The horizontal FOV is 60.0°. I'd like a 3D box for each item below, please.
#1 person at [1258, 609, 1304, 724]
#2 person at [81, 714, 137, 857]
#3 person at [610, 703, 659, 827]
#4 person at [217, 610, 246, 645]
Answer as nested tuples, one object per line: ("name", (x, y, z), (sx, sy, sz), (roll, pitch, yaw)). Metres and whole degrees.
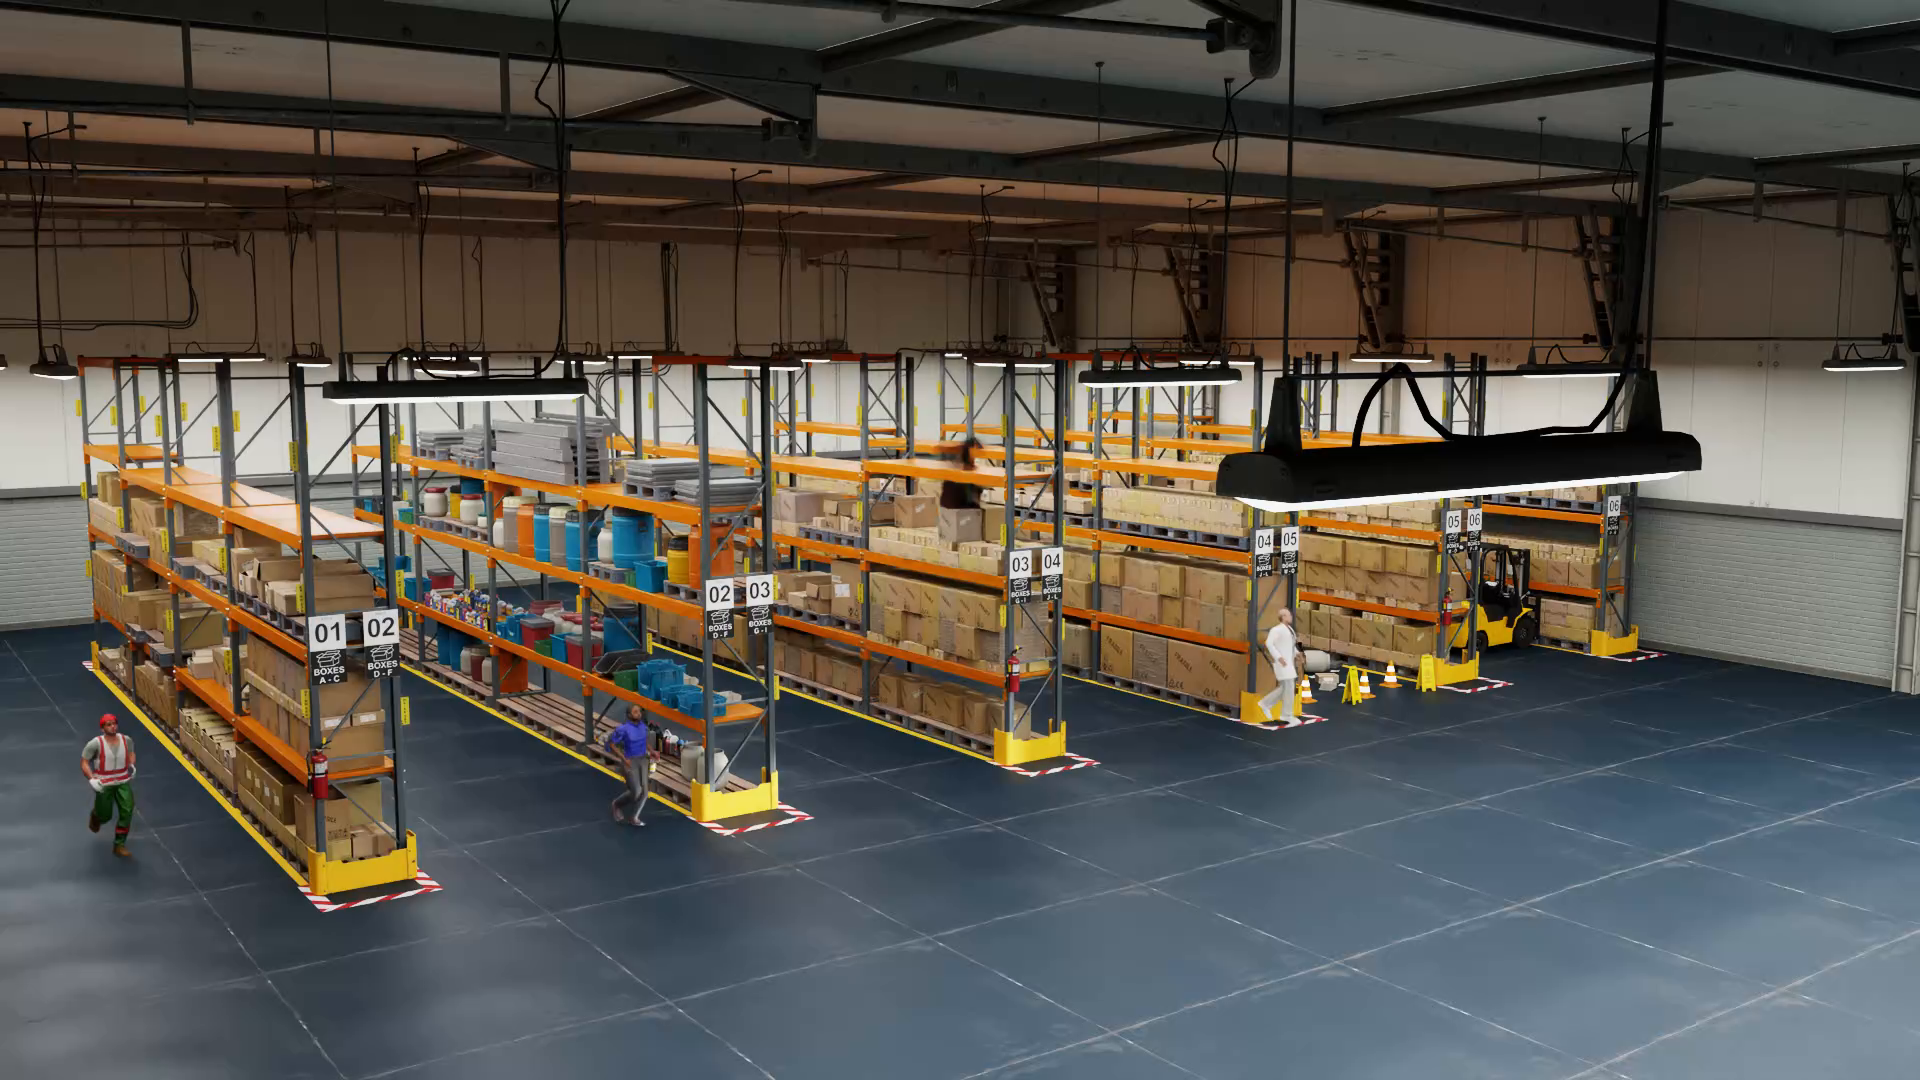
("person", (5.127, 1.988, 26.432), (0.750, 1.776, 0.753), (3, 8, 27))
("person", (-10.491, 3.001, 20.558), (0.656, 1.737, 0.819), (-7, 10, -43))
("person", (-4.221, 2.922, 21.640), (0.562, 1.605, 0.573), (5, 9, 38))
("person", (-14.492, 1.527, 32.944), (0.862, 1.669, 0.649), (4, 8, 33))
